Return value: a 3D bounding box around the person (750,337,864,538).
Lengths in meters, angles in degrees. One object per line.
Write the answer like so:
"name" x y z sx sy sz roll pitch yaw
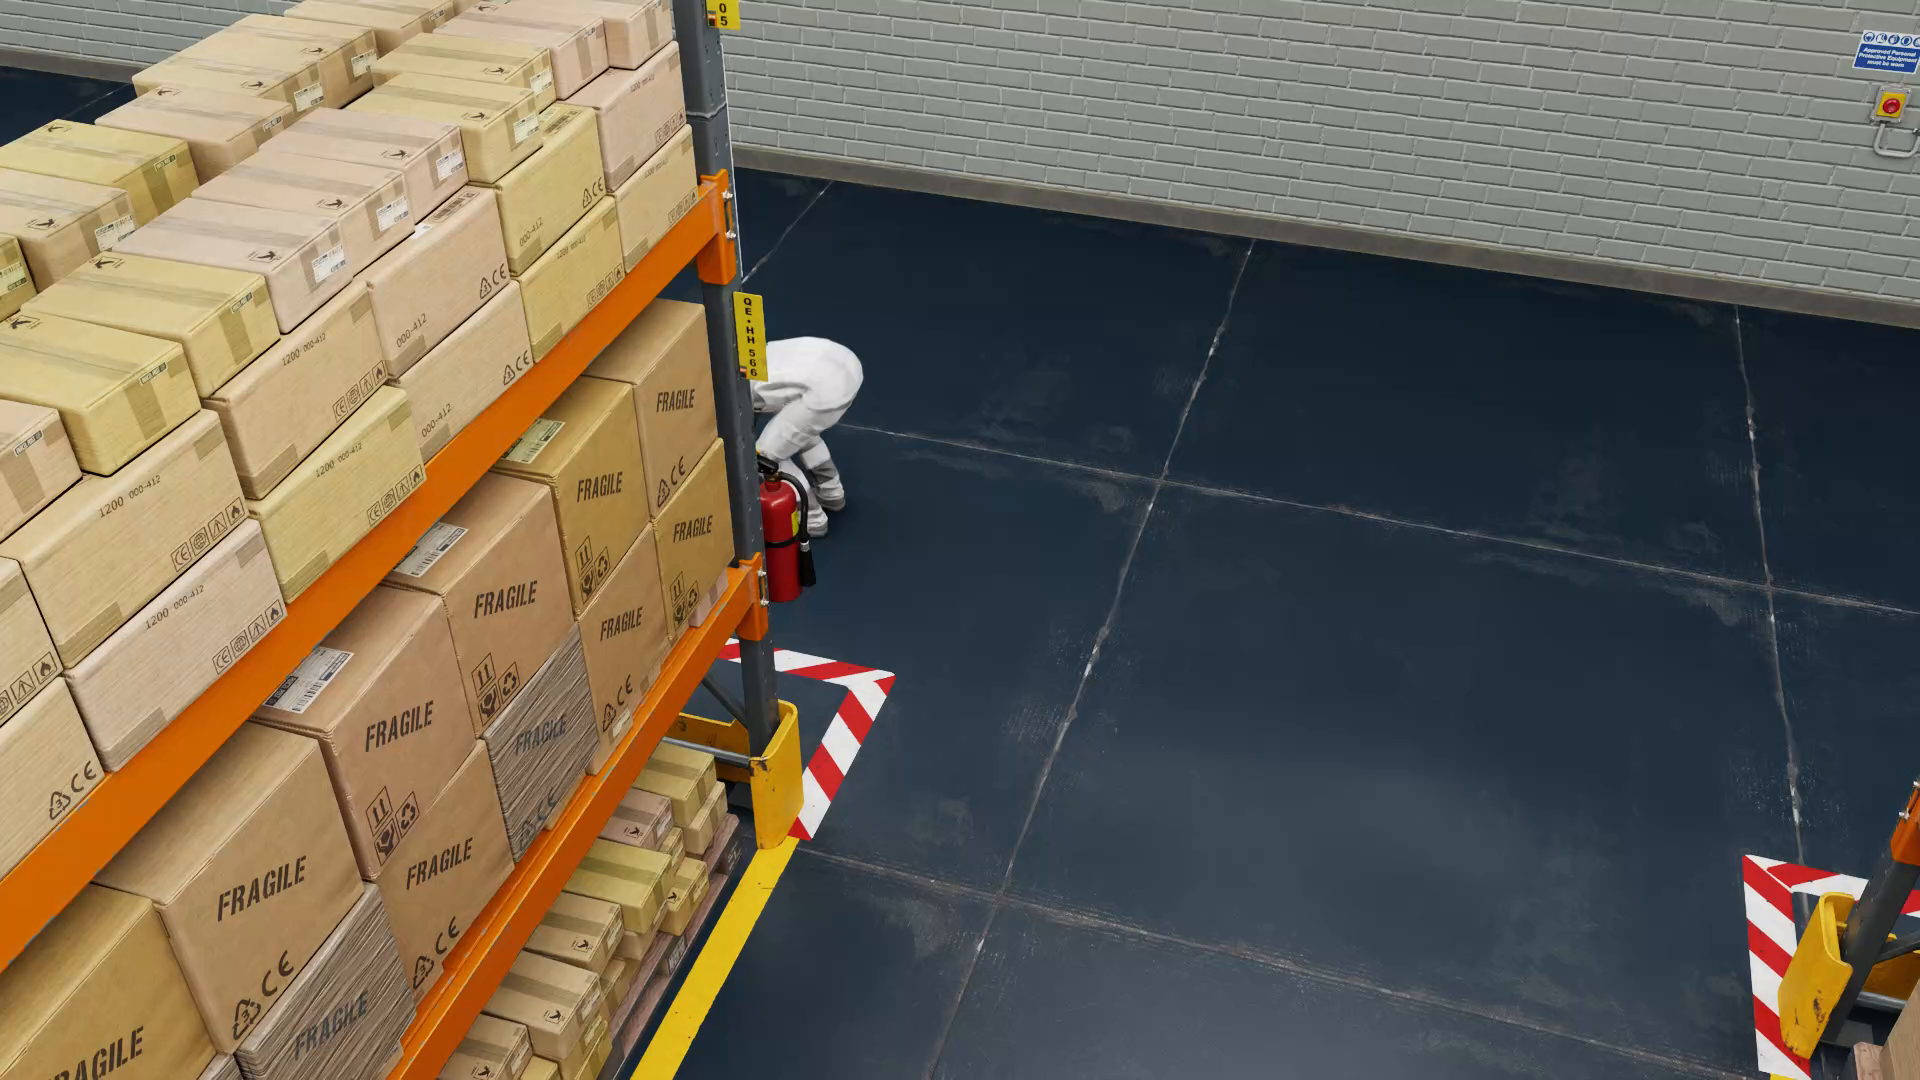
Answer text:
"person" -0.947 -0.551 8.257 0.952 1.010 0.526 9 38 12
